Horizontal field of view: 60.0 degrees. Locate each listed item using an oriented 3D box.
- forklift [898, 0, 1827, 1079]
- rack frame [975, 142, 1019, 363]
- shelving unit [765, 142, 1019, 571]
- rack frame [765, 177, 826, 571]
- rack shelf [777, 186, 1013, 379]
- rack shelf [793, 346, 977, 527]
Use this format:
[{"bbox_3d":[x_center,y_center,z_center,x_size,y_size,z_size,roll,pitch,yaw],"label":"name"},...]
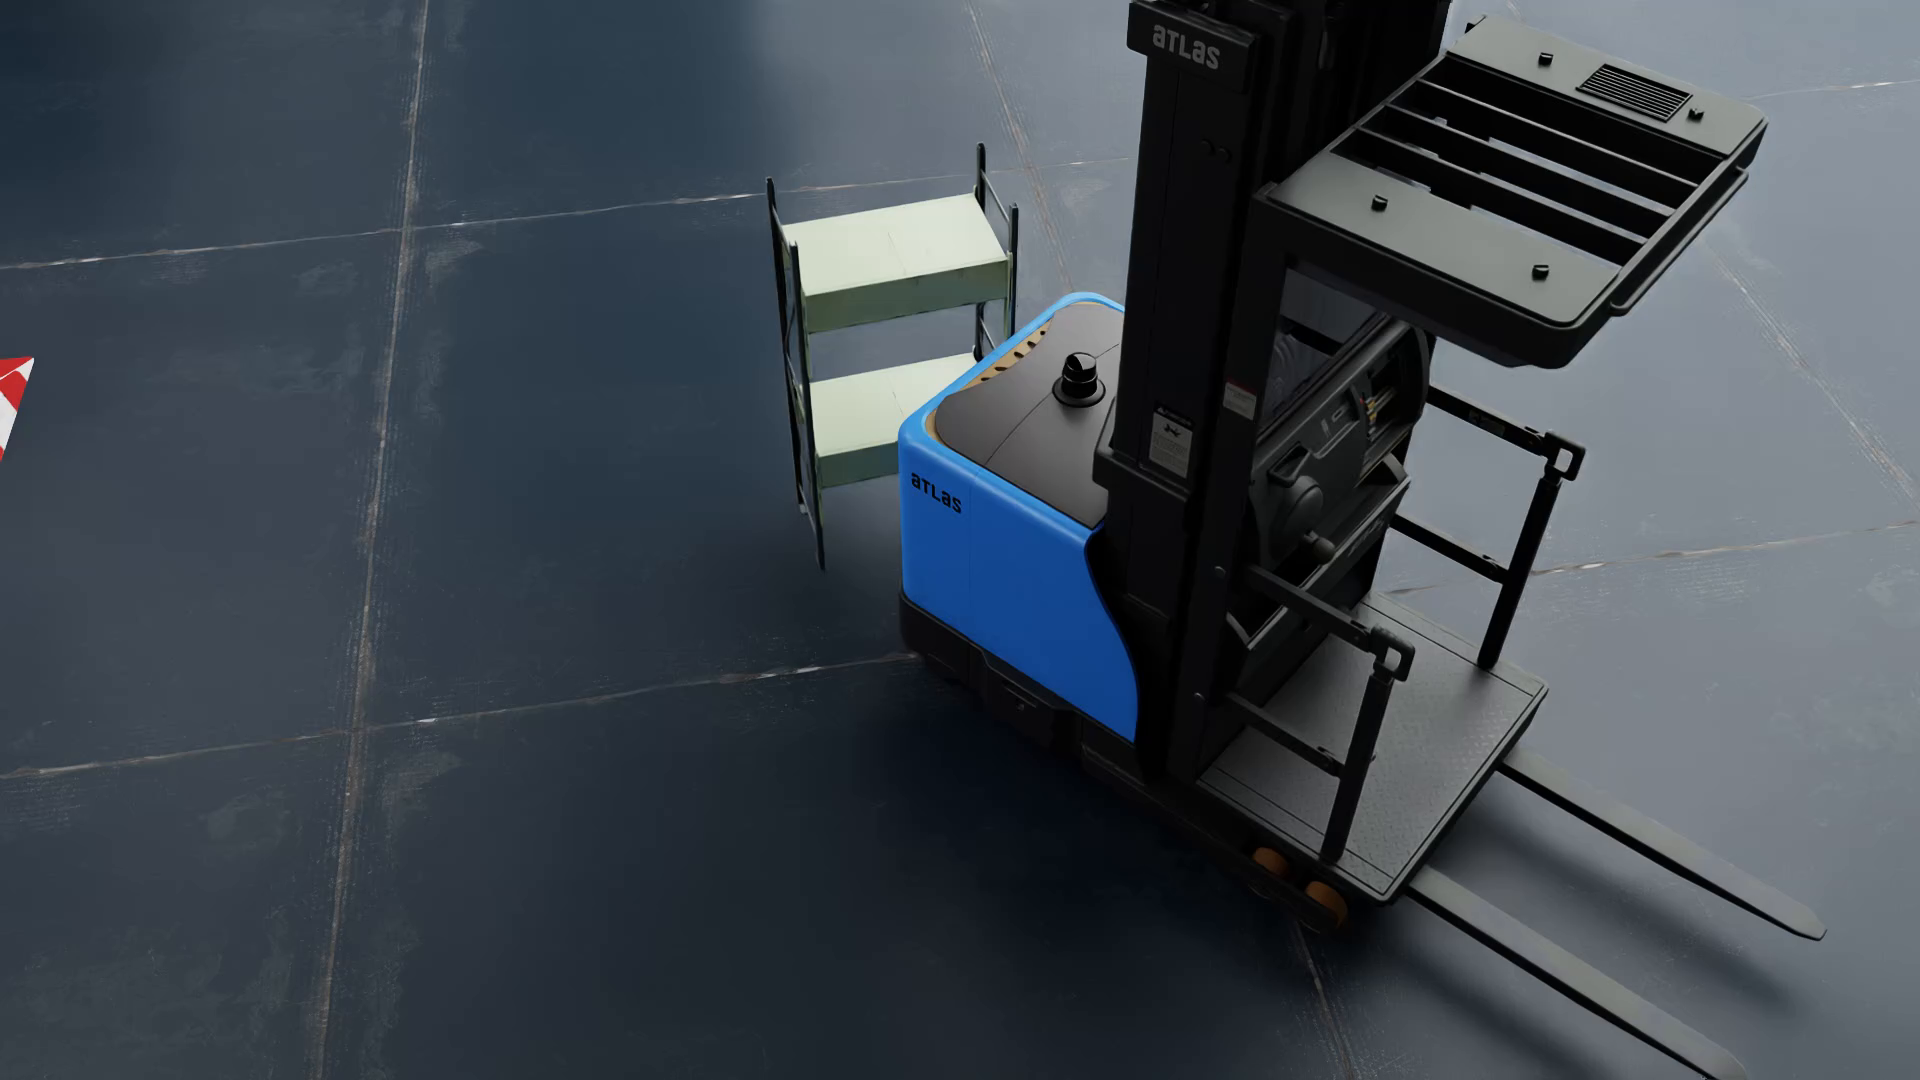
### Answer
[{"bbox_3d":[1.237,-0.215,4.606,3.031,2.935,1.130,31,54,27],"label":"forklift"},{"bbox_3d":[0.124,-0.694,6.061,0.023,1.500,0.400,-12,47,-11],"label":"rack frame"},{"bbox_3d":[-0.227,-0.619,5.989,0.755,1.500,0.431,-12,47,-11],"label":"shelving unit"},{"bbox_3d":[-0.578,-0.544,5.917,0.023,1.500,0.400,-12,47,-11],"label":"rack frame"},{"bbox_3d":[-0.227,-0.890,5.708,0.720,0.370,0.431,-12,47,-11],"label":"rack shelf"},{"bbox_3d":[-0.227,-0.393,6.223,0.720,0.370,0.431,-12,47,-11],"label":"rack shelf"}]
